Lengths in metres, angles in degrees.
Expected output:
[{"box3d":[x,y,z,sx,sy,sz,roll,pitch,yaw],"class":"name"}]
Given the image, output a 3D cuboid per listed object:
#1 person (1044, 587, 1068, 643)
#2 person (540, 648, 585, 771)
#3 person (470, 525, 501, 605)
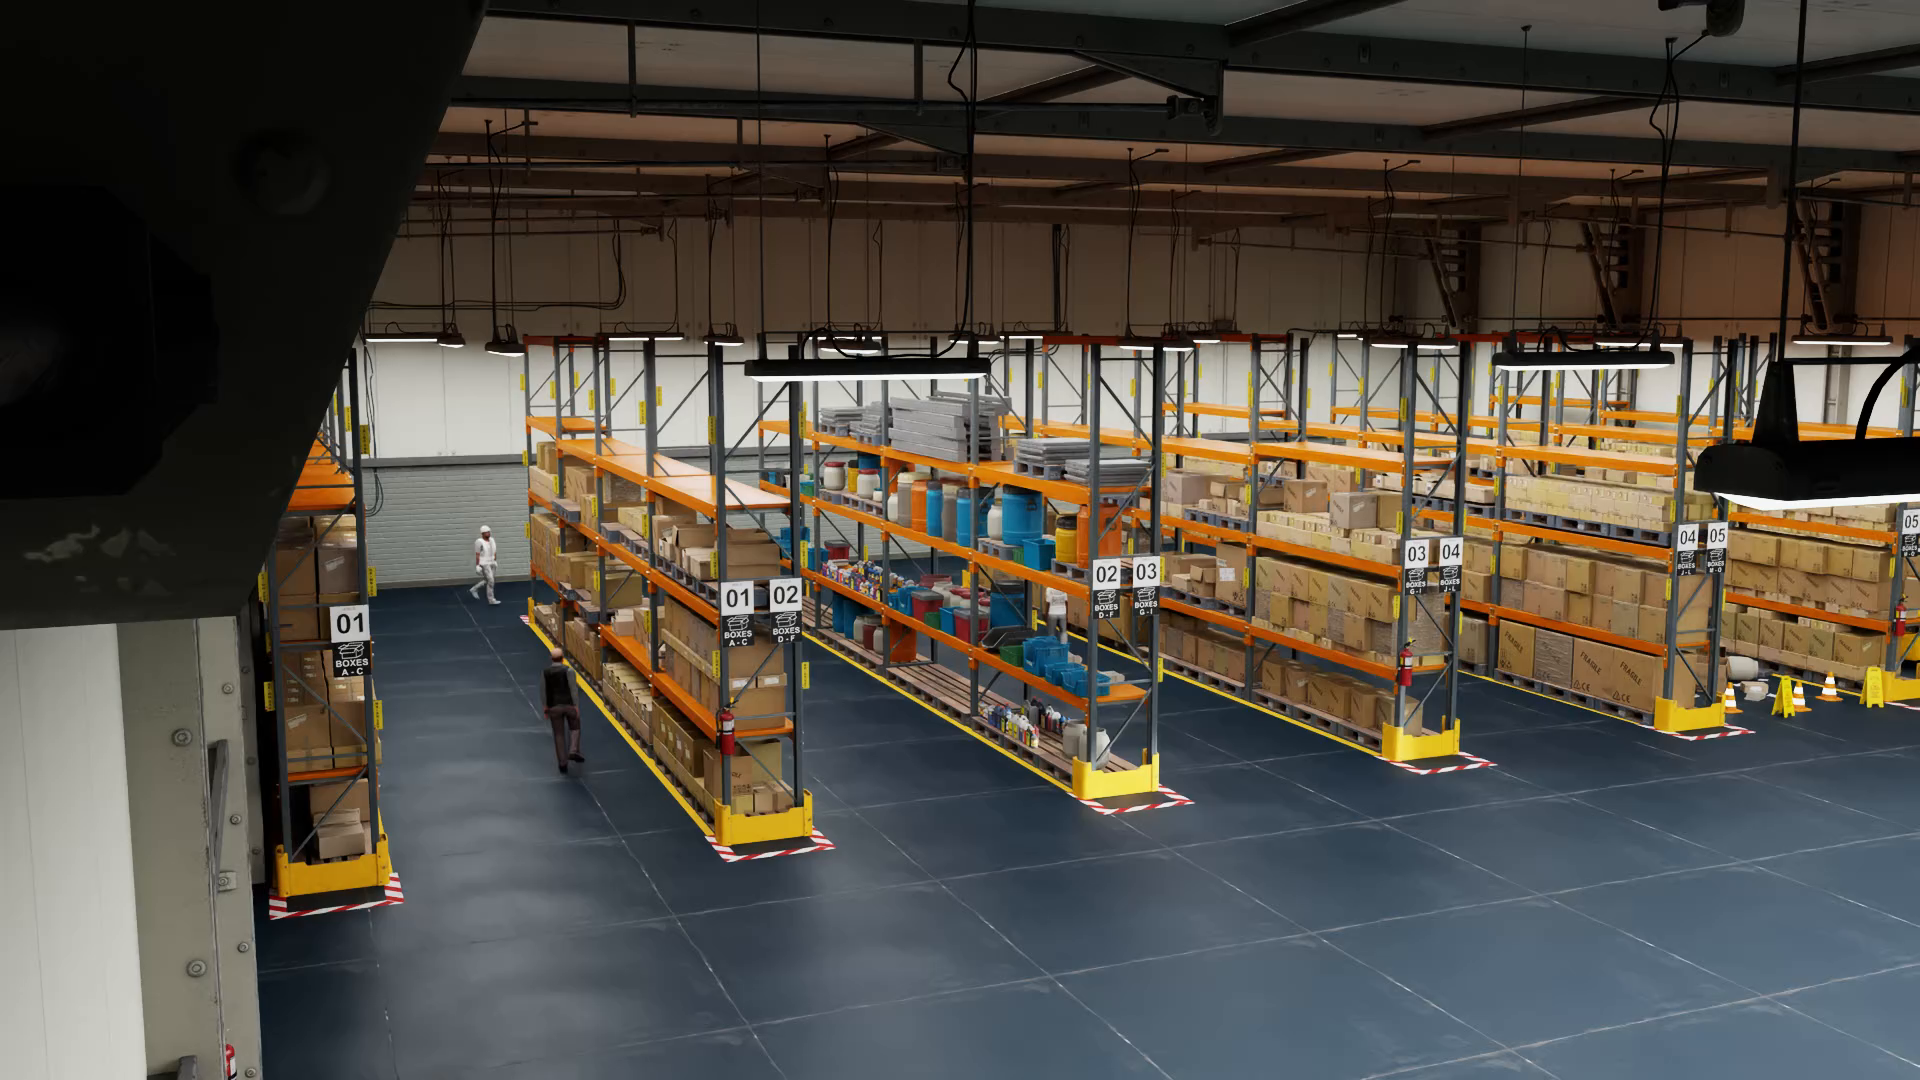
[{"box3d":[1.809,1.416,30.845,0.499,1.671,0.503,-3,8,-23],"class":"person"},{"box3d":[-5.600,2.373,23.397,0.578,1.711,0.478,-2,8,-14],"class":"person"},{"box3d":[-10.558,0.542,36.921,0.851,1.763,0.555,2,8,16],"class":"person"}]
